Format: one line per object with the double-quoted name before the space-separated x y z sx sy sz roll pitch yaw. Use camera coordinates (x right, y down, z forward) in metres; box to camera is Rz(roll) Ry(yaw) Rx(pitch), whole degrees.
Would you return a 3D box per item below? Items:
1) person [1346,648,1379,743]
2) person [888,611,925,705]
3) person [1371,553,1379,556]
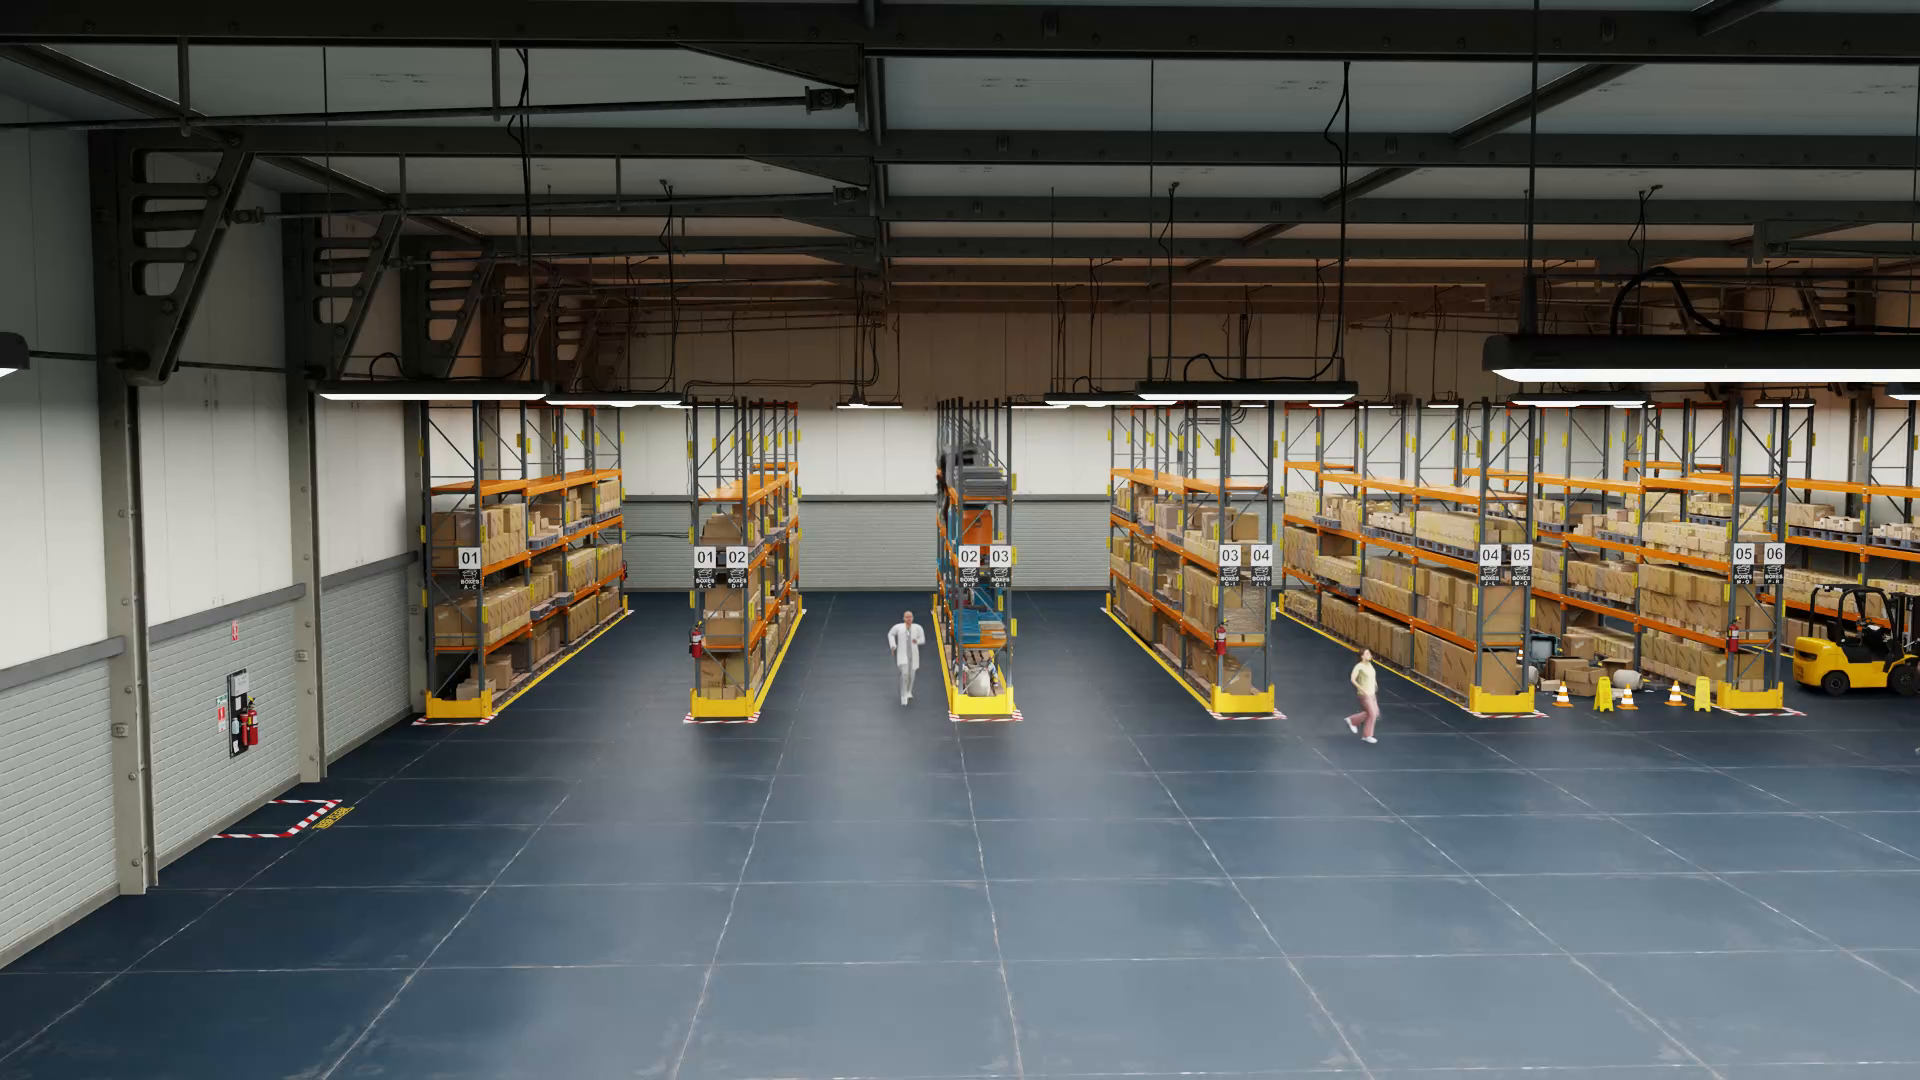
"person" 7.007 2.680 28.940 0.603 1.644 0.577 4 6 44
"person" -1.026 2.317 32.676 0.667 1.843 0.822 -1 5 -14
"person" 11.454 1.284 45.903 0.630 1.821 0.850 0 4 -3
